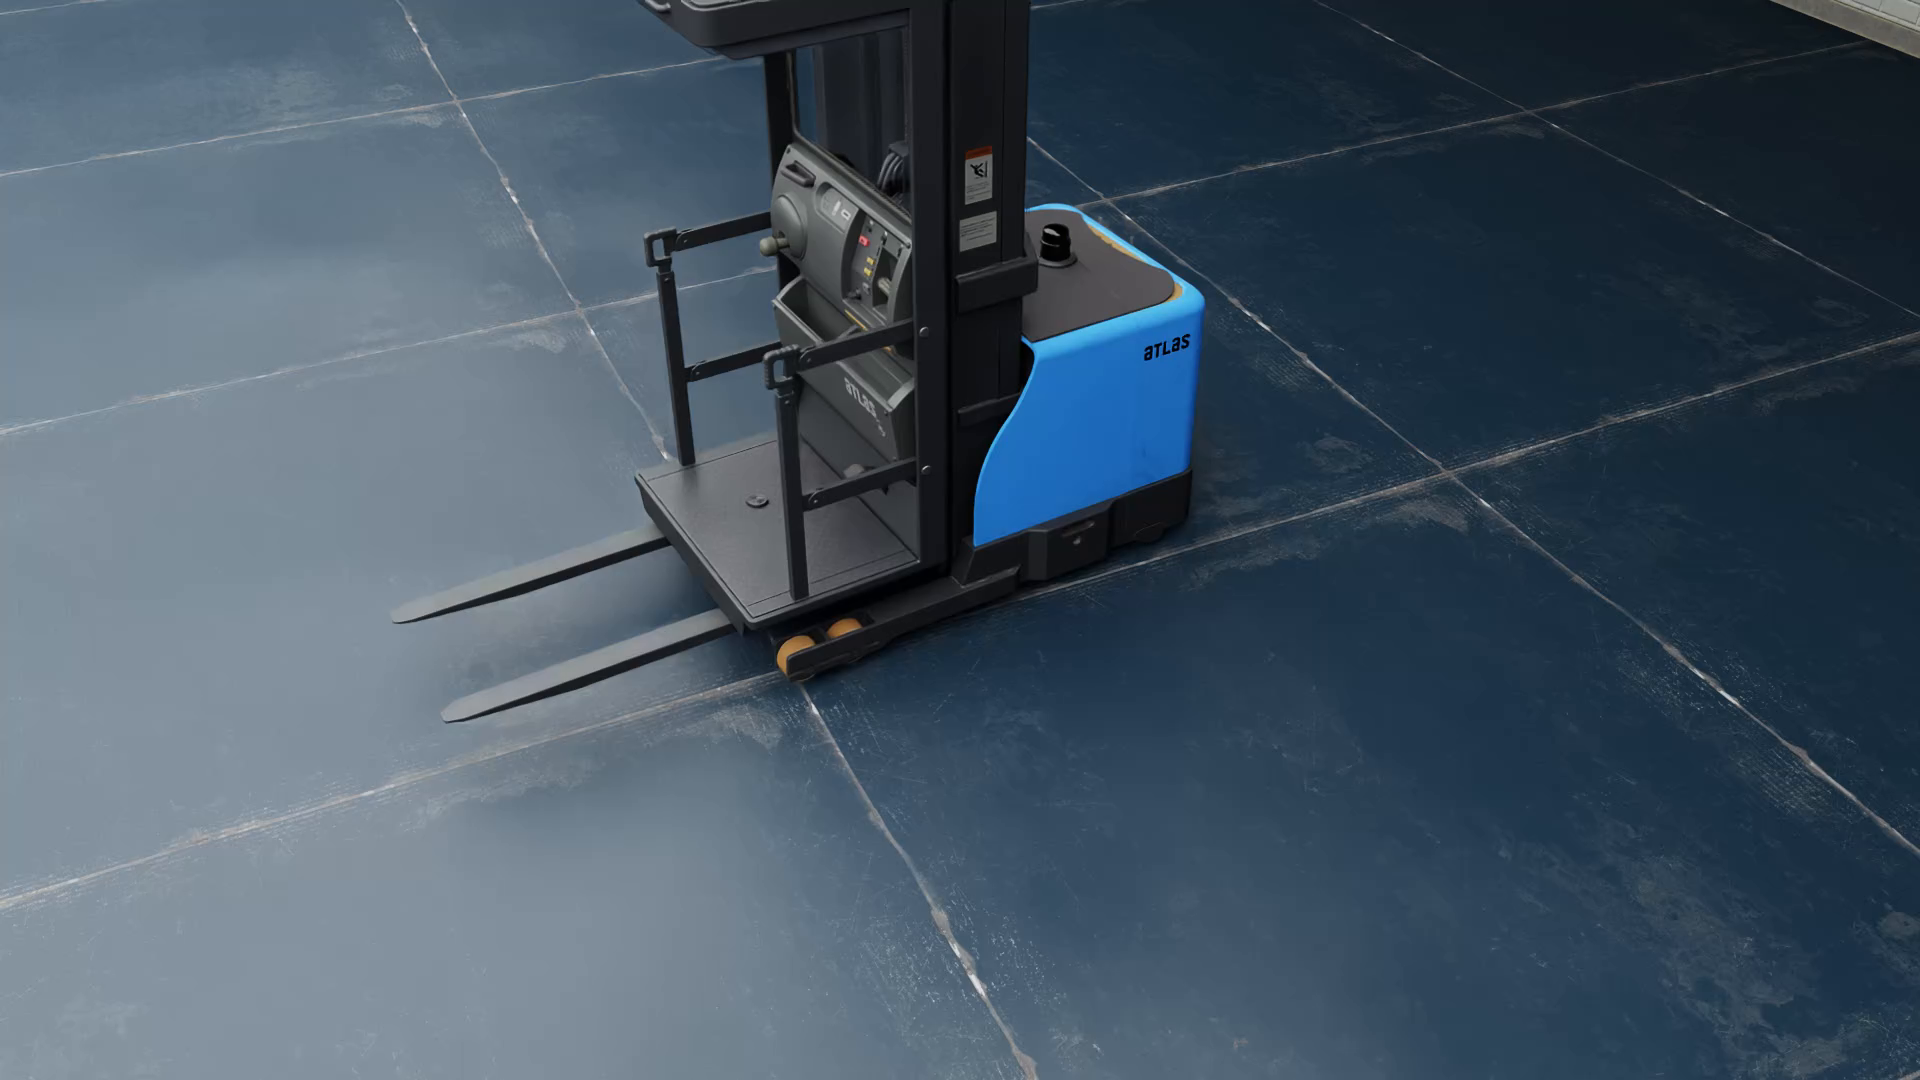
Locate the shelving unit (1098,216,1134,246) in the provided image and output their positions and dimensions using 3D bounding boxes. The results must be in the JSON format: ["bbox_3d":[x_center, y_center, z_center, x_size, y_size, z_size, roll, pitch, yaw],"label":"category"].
[{"bbox_3d":[0.575,-0.929,7.247,0.210,0.900,0.258,-21,42,-26],"label":"shelving unit"}]

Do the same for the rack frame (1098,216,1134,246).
[{"bbox_3d":[0.660,-0.962,7.292,0.006,0.900,0.240,-21,42,-26],"label":"rack frame"}]

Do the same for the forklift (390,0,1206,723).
[{"bbox_3d":[-0.594,-1.023,5.669,3.031,2.935,1.130,-20,41,-24],"label":"forklift"}]
